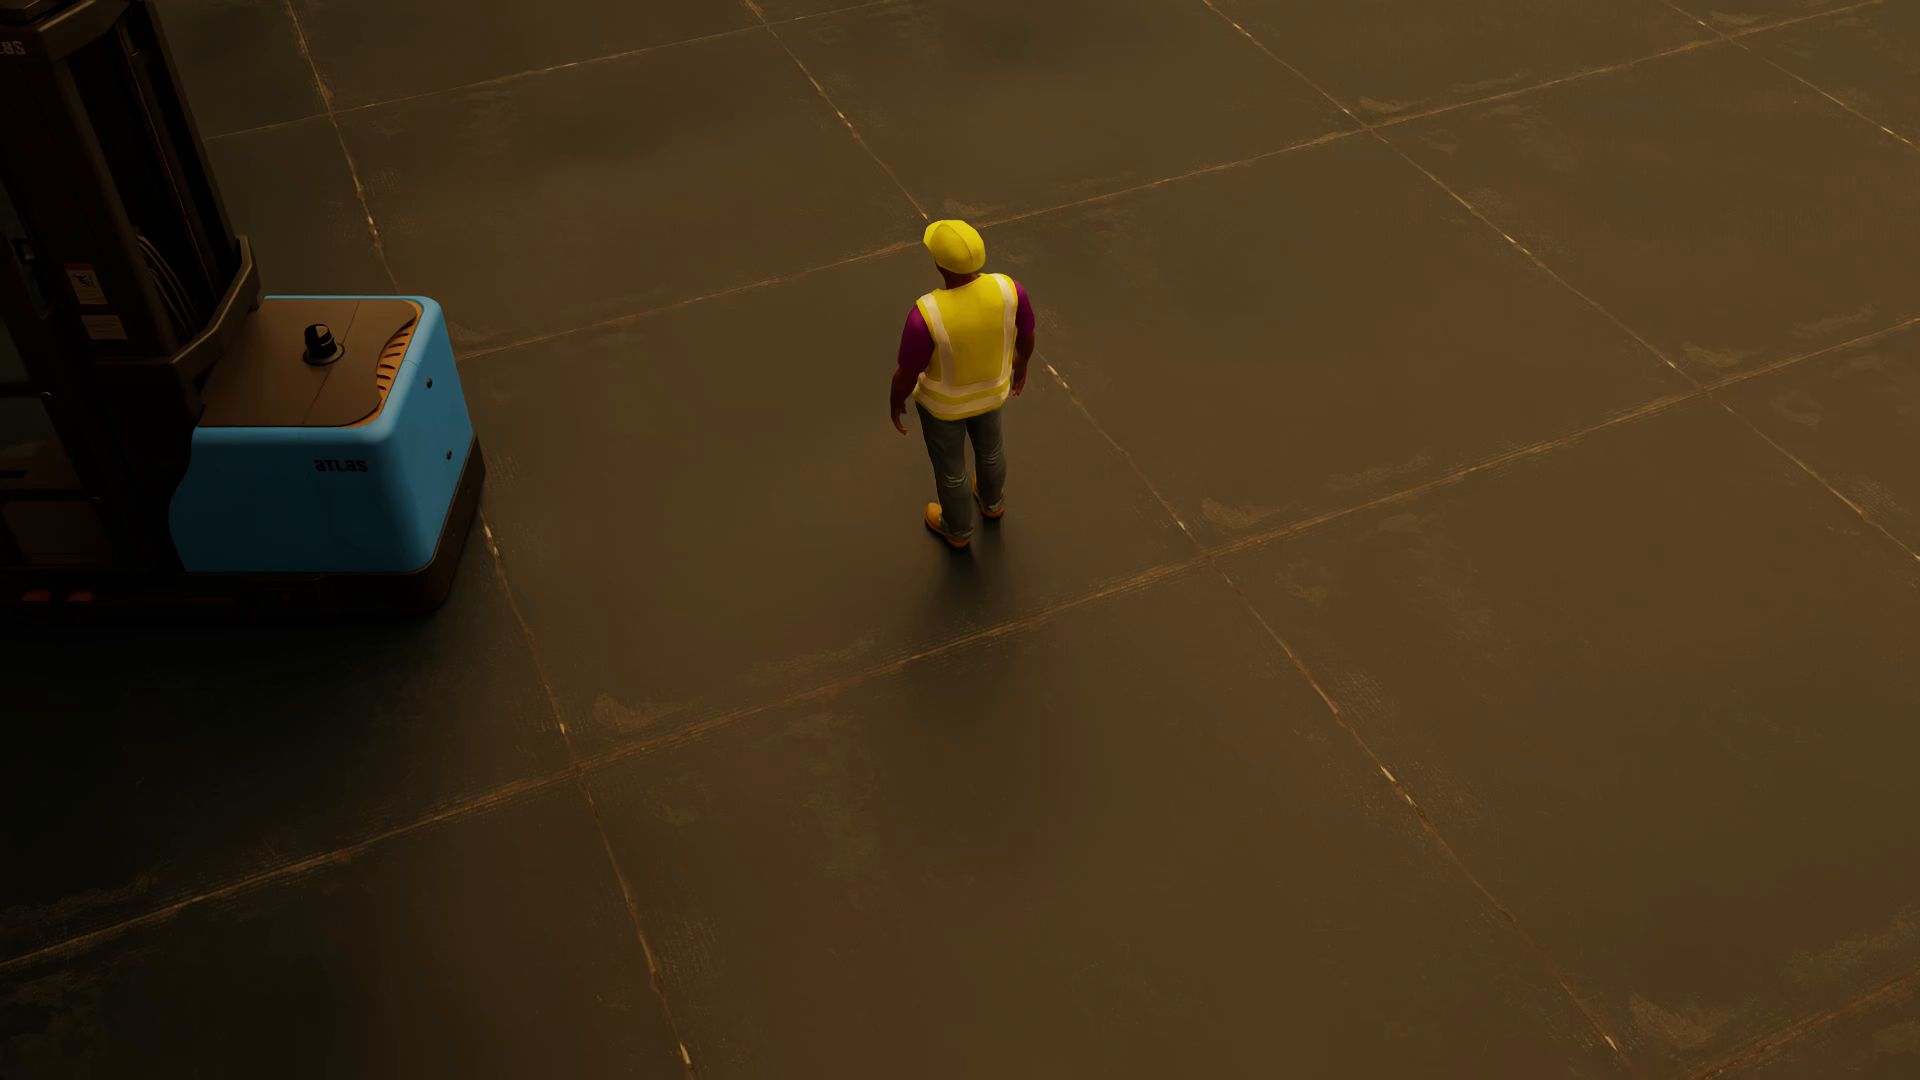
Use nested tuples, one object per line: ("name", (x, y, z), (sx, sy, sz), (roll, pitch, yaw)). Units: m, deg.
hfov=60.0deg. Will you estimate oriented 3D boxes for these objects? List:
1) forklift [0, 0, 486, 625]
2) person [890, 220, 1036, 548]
("forklift", (-3.816, -1.056, 6.811), (3.031, 2.935, 1.130), (0, 43, 0))
("person", (-0.025, -0.696, 7.269), (0.666, 1.768, 0.575), (-18, 46, -18))
